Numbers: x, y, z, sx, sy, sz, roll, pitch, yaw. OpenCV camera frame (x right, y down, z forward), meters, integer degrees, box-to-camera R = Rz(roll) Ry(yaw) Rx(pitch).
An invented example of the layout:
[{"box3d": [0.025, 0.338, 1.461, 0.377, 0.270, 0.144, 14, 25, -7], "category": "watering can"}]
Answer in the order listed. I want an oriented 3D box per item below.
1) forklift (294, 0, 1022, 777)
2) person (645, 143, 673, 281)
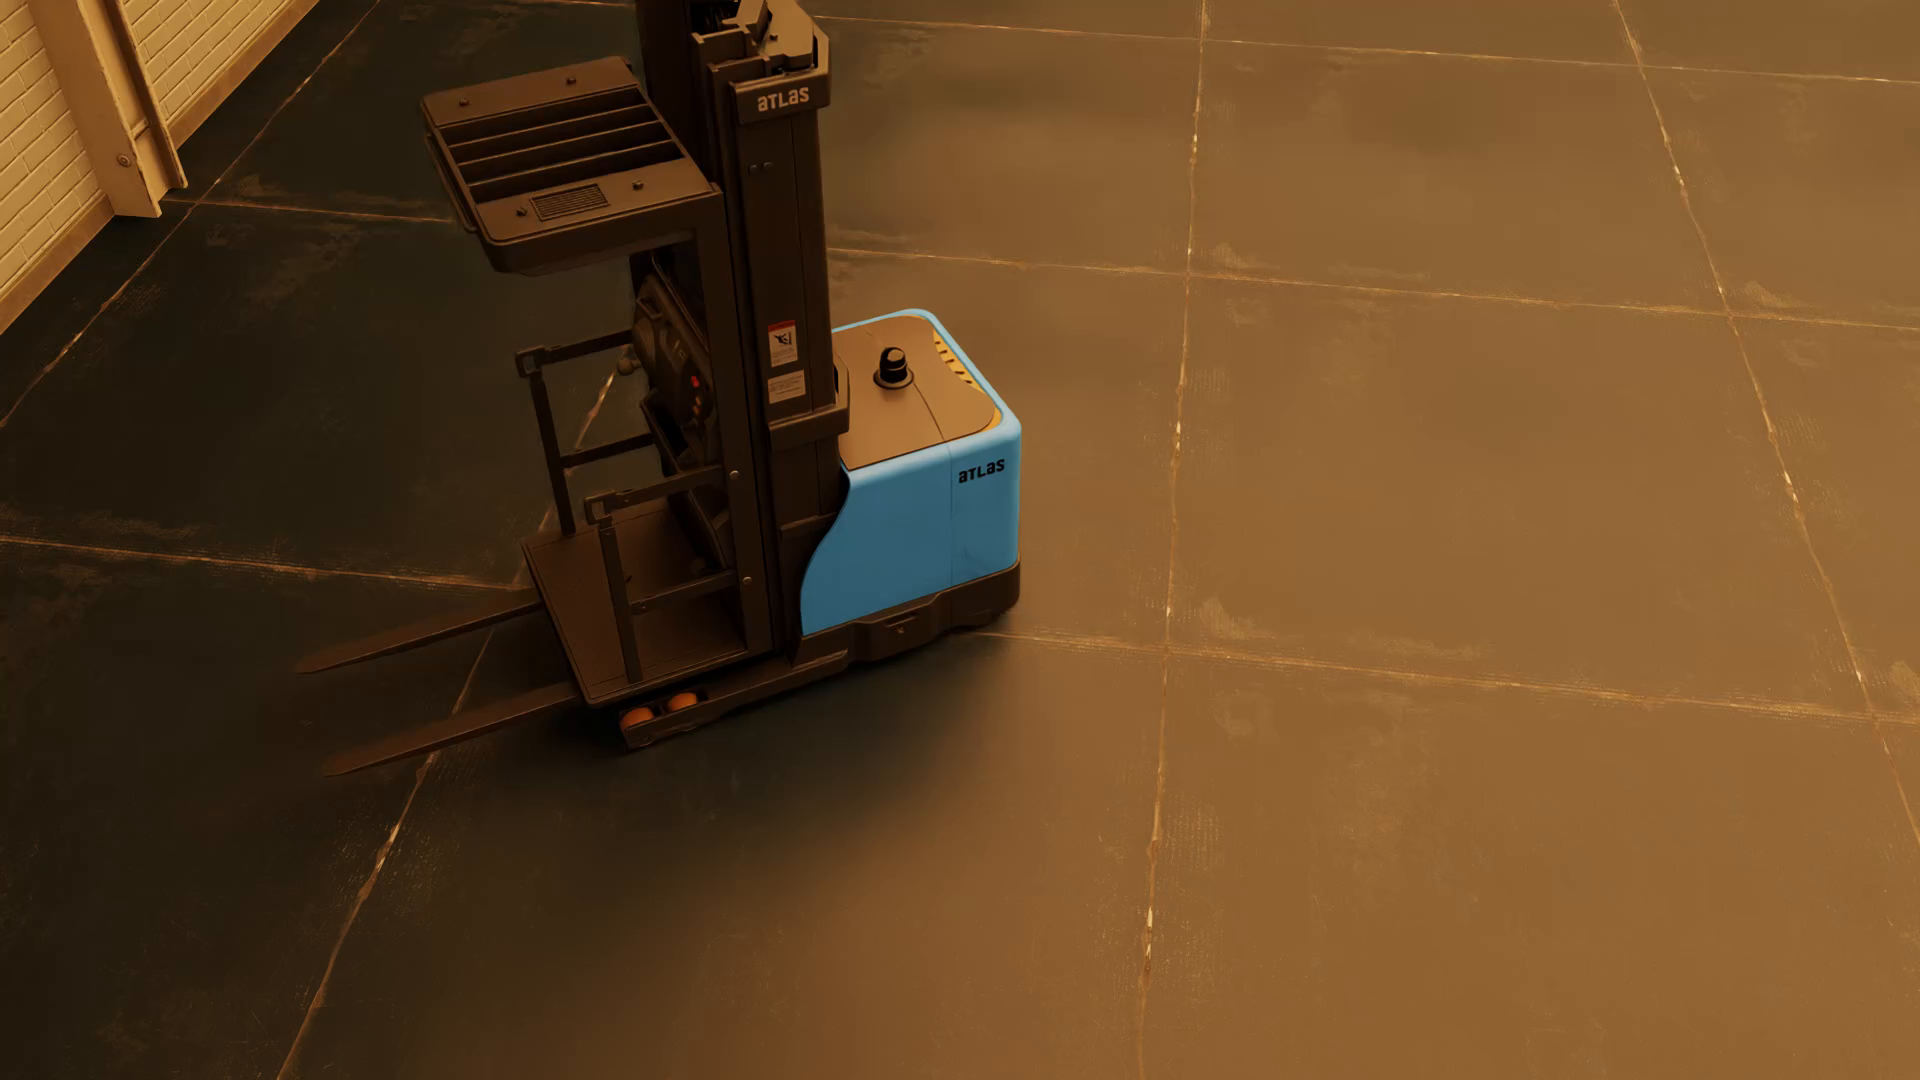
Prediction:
[{"box3d": [-1.289, -0.627, 6.406, 3.031, 2.935, 1.130, -18, 45, -18], "category": "forklift"}, {"box3d": [-1.335, -1.827, 8.743, 0.891, 1.607, 0.505, 17, 45, 18], "category": "person"}]
